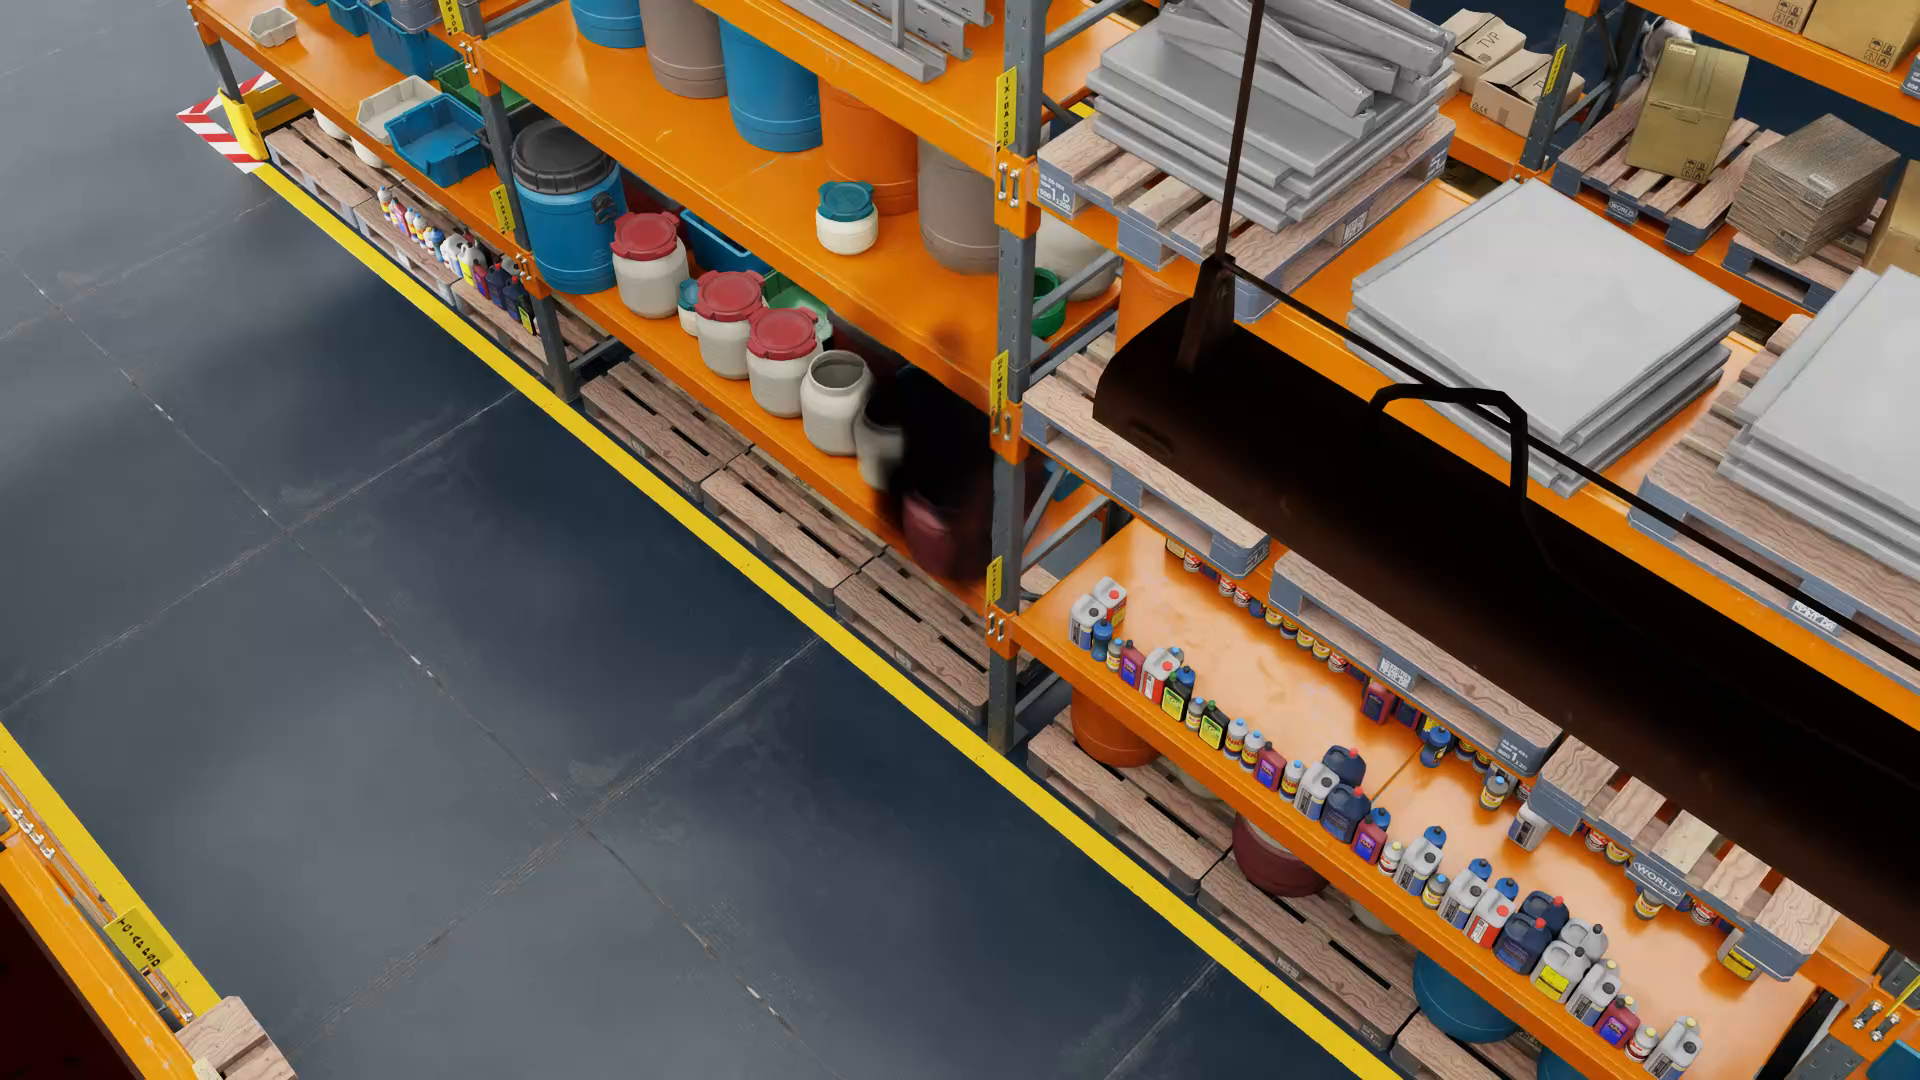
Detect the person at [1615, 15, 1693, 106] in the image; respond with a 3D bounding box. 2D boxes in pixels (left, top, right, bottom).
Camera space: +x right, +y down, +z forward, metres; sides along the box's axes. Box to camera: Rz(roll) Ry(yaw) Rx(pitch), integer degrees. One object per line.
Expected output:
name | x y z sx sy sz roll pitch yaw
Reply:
person | 5.074 -3.333 12.092 0.753 1.753 0.591 37 59 27
